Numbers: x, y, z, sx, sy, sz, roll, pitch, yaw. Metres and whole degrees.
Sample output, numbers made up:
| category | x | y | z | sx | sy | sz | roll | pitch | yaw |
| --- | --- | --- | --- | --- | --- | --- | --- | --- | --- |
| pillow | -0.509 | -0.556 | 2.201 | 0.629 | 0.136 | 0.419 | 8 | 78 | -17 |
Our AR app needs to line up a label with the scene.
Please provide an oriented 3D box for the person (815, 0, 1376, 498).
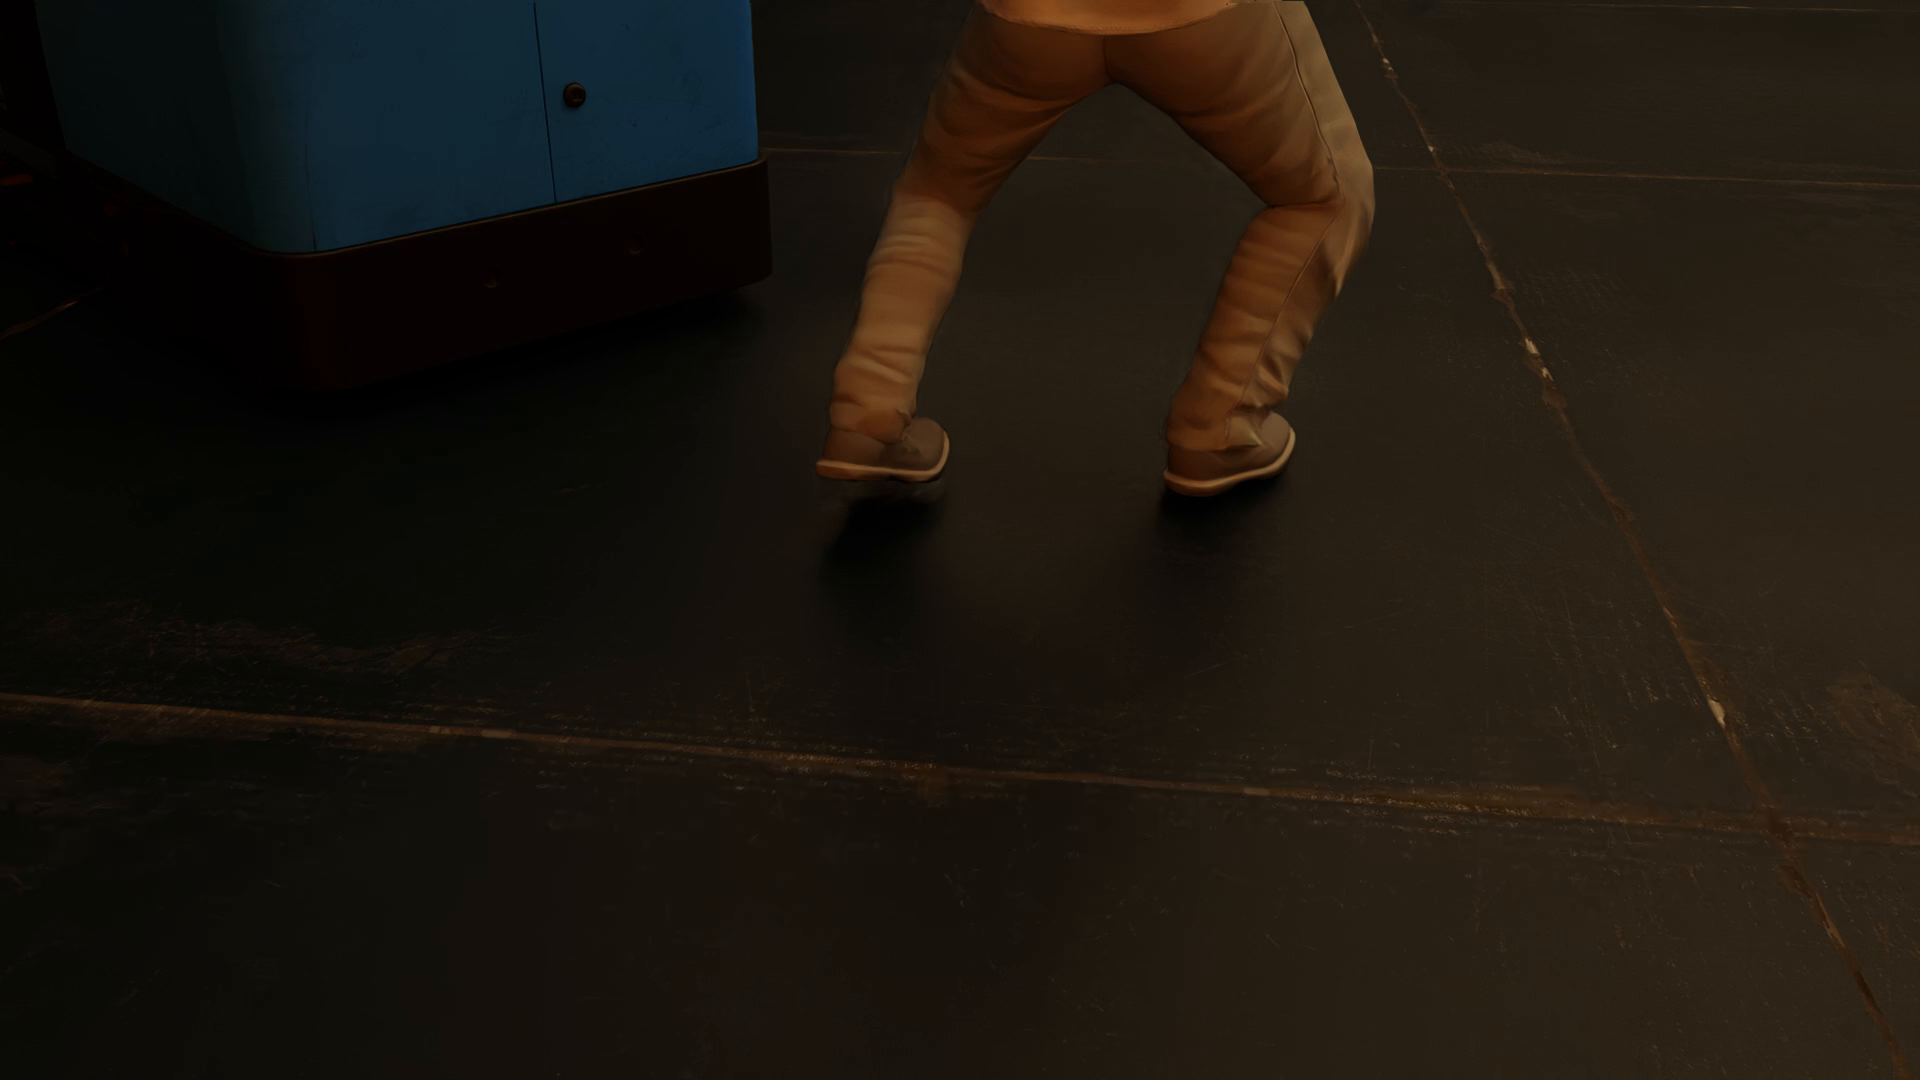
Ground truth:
| category | x | y | z | sx | sy | sz | roll | pitch | yaw |
| --- | --- | --- | --- | --- | --- | --- | --- | --- | --- |
| person | 0.310 | -0.776 | 2.374 | 0.895 | 1.475 | 0.802 | 9 | 28 | 17 |

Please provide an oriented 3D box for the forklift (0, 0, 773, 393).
| category | x | y | z | sx | sy | sz | roll | pitch | yaw |
| --- | --- | --- | --- | --- | --- | --- | --- | --- | --- |
| forklift | -1.764 | -2.133 | 3.492 | 1.130 | 2.935 | 3.031 | -23 | 34 | -38 |
